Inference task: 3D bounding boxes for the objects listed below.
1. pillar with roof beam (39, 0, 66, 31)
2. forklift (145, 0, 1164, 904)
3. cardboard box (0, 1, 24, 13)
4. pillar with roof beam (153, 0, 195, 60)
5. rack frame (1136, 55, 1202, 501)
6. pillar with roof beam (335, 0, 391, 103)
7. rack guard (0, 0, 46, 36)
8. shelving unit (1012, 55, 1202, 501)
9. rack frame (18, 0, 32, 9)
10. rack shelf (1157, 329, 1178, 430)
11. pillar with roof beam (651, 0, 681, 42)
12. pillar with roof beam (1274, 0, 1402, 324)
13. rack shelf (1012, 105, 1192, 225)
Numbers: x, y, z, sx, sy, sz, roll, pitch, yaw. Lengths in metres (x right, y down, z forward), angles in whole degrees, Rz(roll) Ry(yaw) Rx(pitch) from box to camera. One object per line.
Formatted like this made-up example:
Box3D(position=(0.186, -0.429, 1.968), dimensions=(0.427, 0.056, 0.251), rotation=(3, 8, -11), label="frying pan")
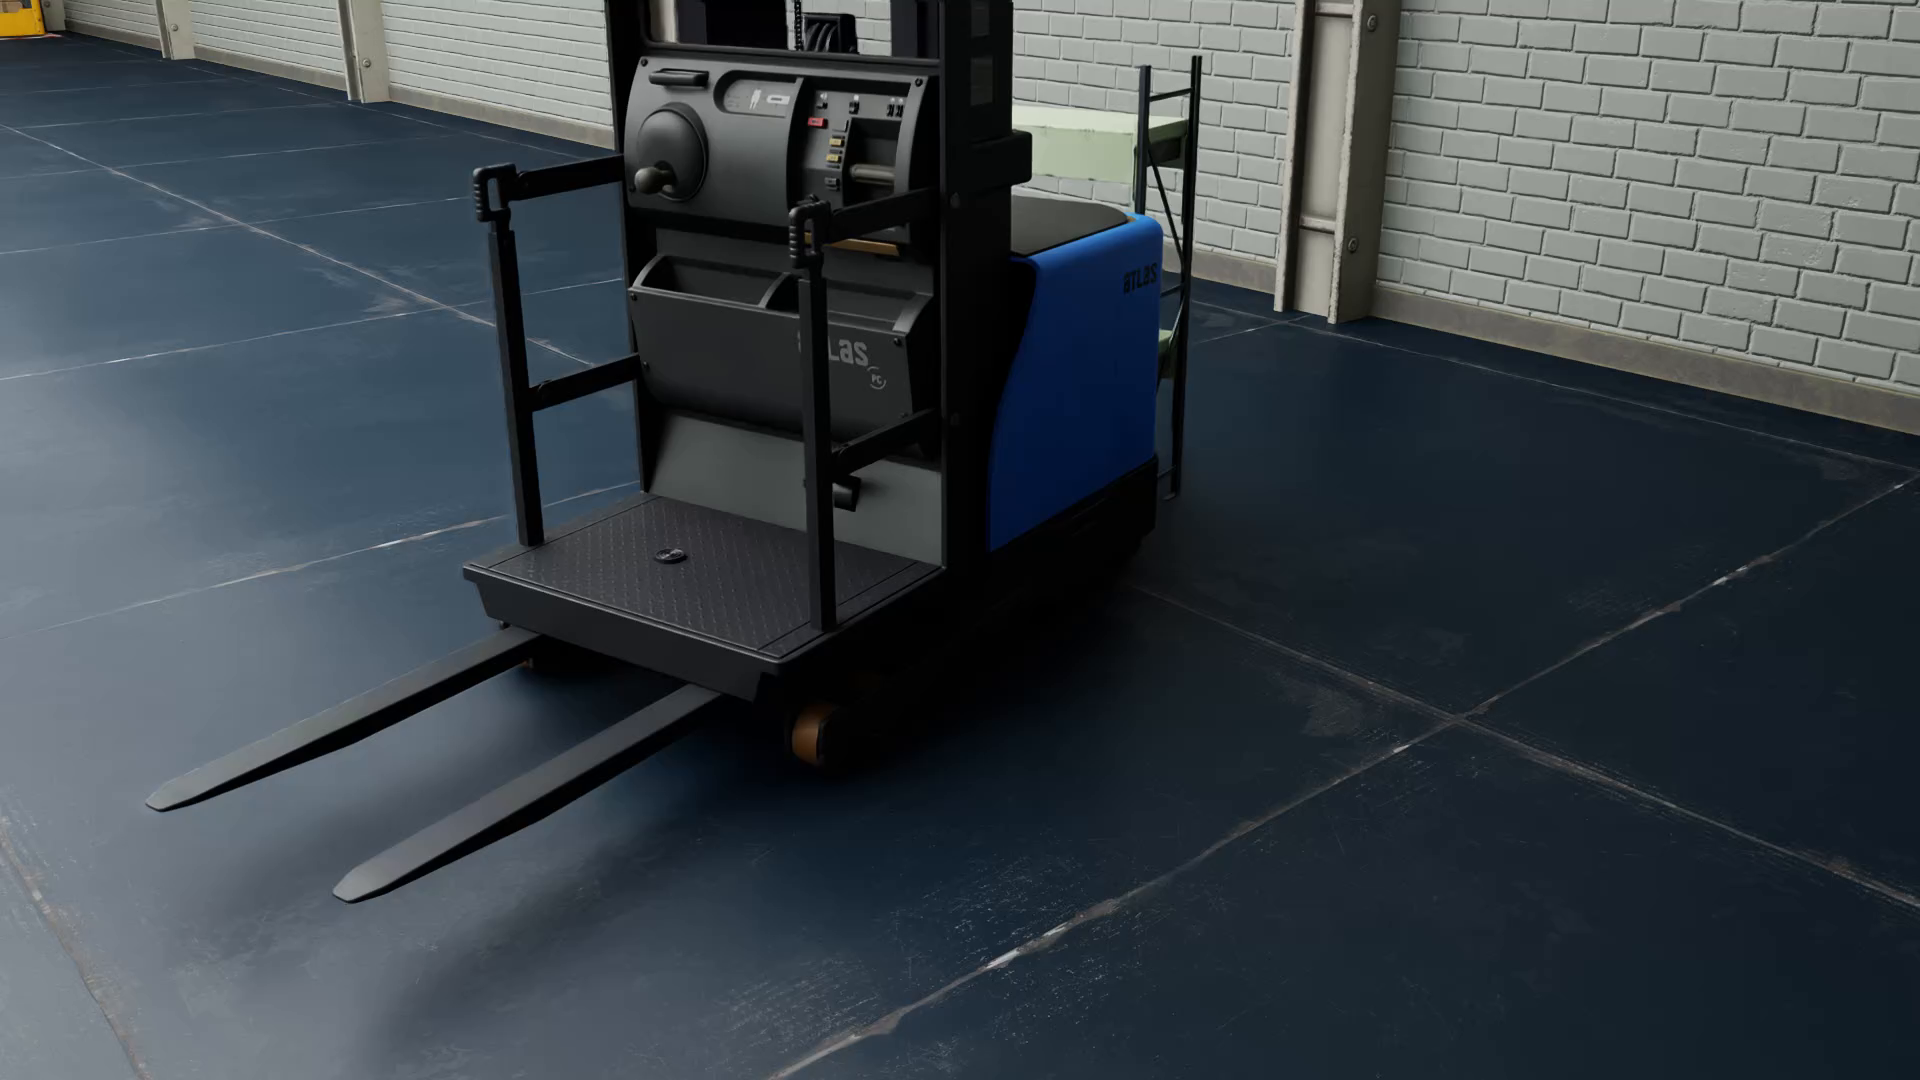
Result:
Box3D(position=(-17.085, -10.952, 21.108), dimensions=(9.100, 9.000, 0.400), rotation=(-17, 27, -37), label="pillar with roof beam")
Box3D(position=(-0.594, -1.003, 4.026), dimensions=(1.130, 2.935, 3.031), rotation=(13, 25, 31), label="forklift")
Box3D(position=(-14.224, -7.874, 24.670), dimensions=(0.500, 0.250, 0.500), rotation=(-17, 27, -37), label="cardboard box")
Box3D(position=(-13.169, -9.295, 16.876), dimensions=(9.100, 9.000, 0.400), rotation=(-17, 27, -37), label="pillar with roof beam")
Box3D(position=(0.663, -0.802, 5.476), dimensions=(0.023, 1.500, 0.400), rotation=(13, 25, 30), label="rack frame")
Box3D(position=(-9.252, -7.637, 12.644), dimensions=(9.100, 9.000, 0.400), rotation=(-17, 27, -37), label="pillar with roof beam")
Box3D(position=(-14.036, -7.606, 24.219), dimensions=(1.175, 0.500, 0.348), rotation=(-17, 27, -37), label="rack guard")
Box3D(position=(0.356, -0.875, 5.661), dimensions=(0.755, 1.500, 0.431), rotation=(13, 25, 30), label="shelving unit")
Box3D(position=(-14.052, -8.777, 23.780), dimensions=(1.000, 3.000, 0.127), rotation=(-17, 27, -37), label="rack frame")
Box3D(position=(0.356, -0.571, 5.780), dimensions=(0.720, 0.370, 0.431), rotation=(13, 25, 30), label="rack shelf")
Box3D(position=(-5.336, -5.979, 8.411), dimensions=(9.100, 9.000, 0.400), rotation=(-17, 27, -37), label="pillar with roof beam")
Box3D(position=(-1.419, -4.322, 4.179), dimensions=(9.100, 9.000, 0.400), rotation=(-17, 27, -37), label="pillar with roof beam")
Box3D(position=(0.356, -1.238, 5.518), dimensions=(0.720, 0.370, 0.431), rotation=(13, 25, 30), label="rack shelf")
